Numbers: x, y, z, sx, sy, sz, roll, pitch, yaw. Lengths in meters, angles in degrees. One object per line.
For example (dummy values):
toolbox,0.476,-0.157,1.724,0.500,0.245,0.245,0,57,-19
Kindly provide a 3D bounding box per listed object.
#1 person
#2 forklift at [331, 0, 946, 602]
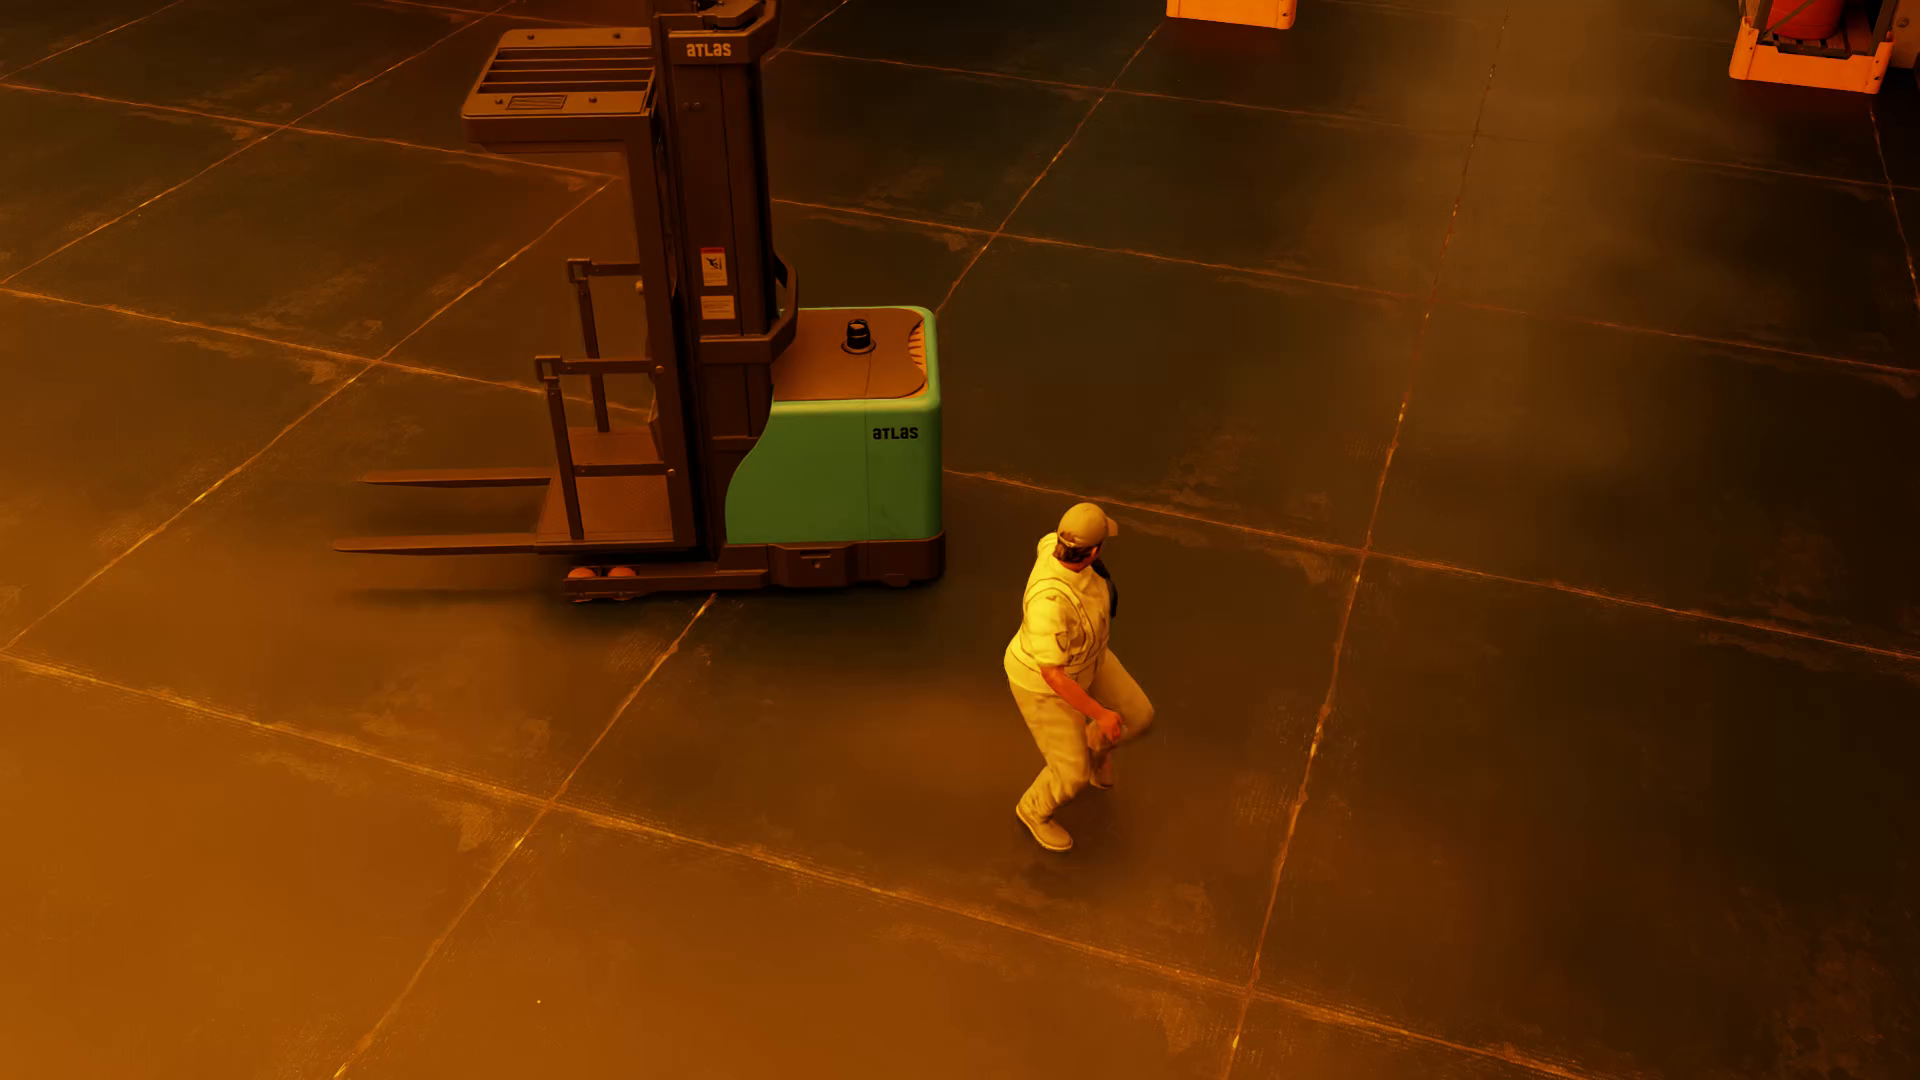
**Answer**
person,0.455,0.514,6.571,0.619,1.583,0.706,21,40,26
forklift,-1.606,-1.205,7.810,3.031,2.935,1.130,-2,35,-2
